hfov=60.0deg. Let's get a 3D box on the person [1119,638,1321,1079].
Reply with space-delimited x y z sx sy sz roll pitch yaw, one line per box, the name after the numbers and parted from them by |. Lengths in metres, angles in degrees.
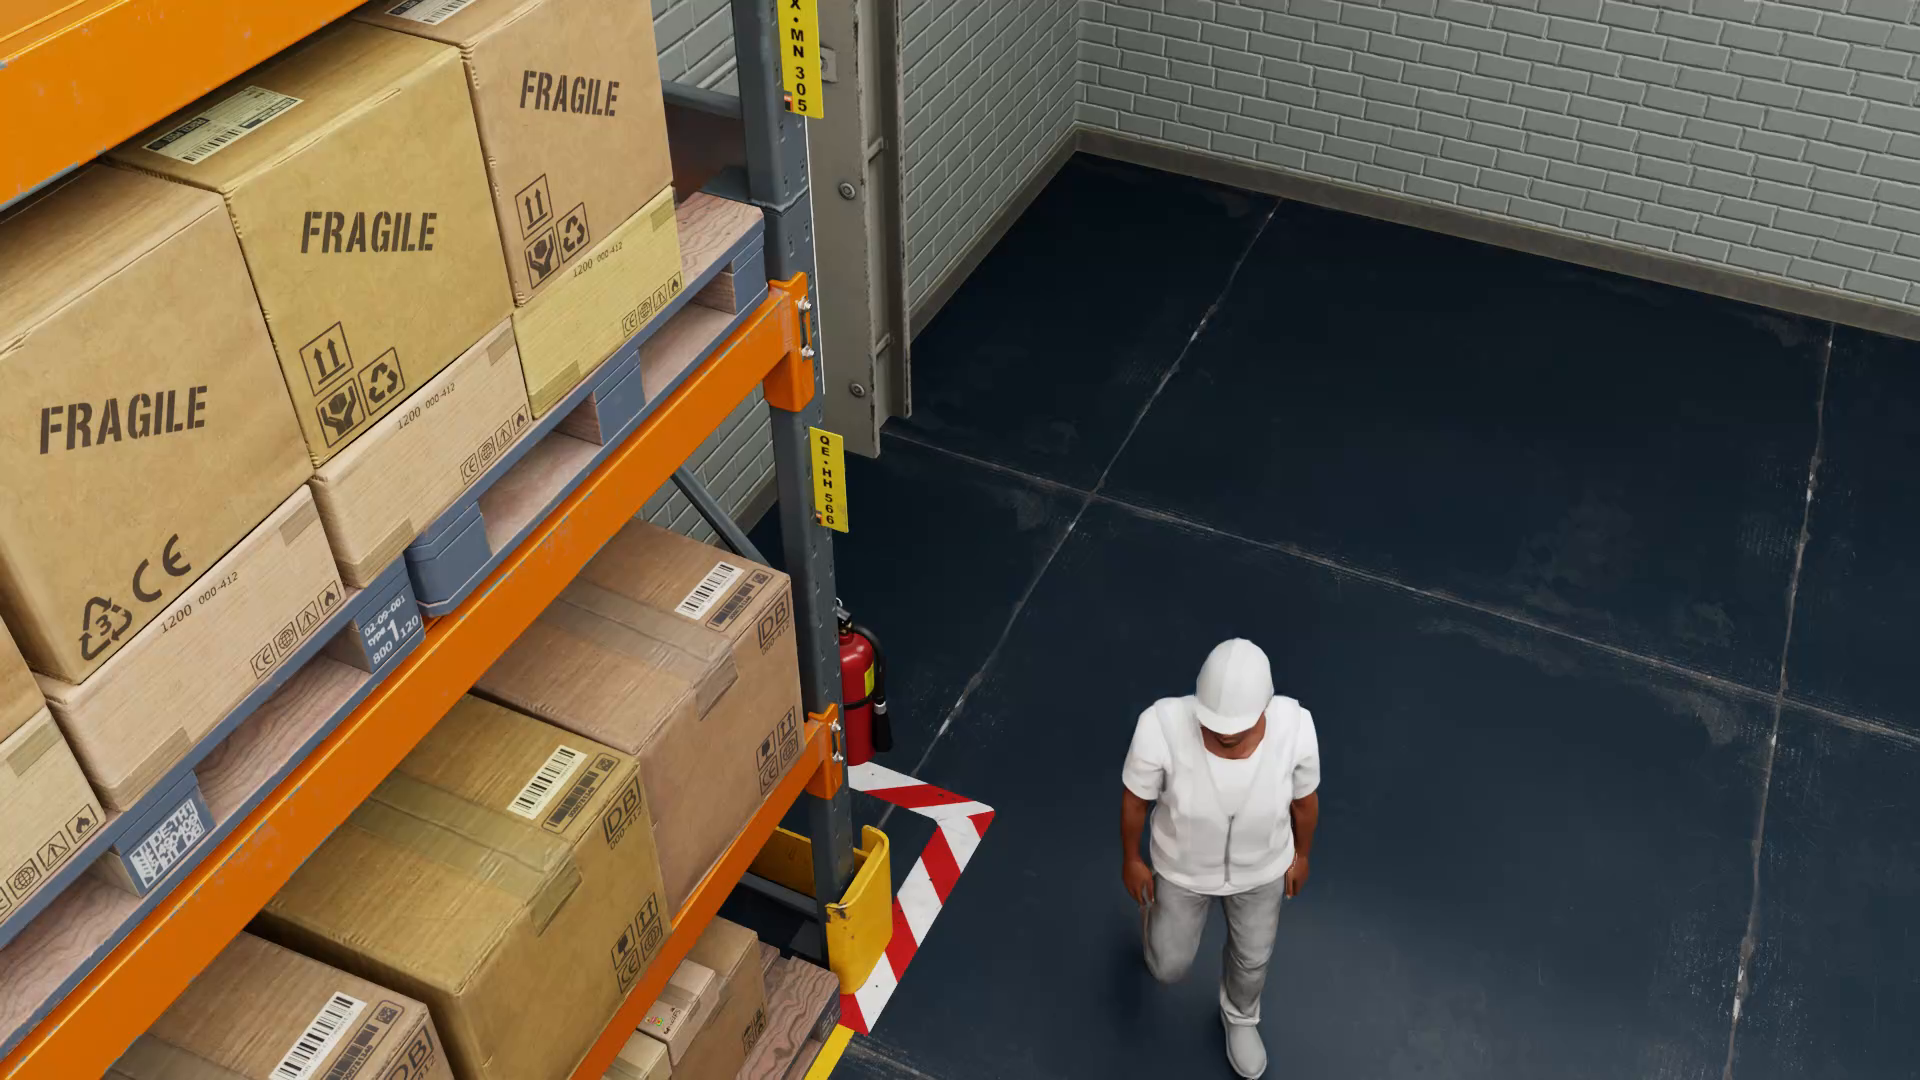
0.776 0.922 5.085 0.603 1.752 0.633 -1 42 -1 | person
